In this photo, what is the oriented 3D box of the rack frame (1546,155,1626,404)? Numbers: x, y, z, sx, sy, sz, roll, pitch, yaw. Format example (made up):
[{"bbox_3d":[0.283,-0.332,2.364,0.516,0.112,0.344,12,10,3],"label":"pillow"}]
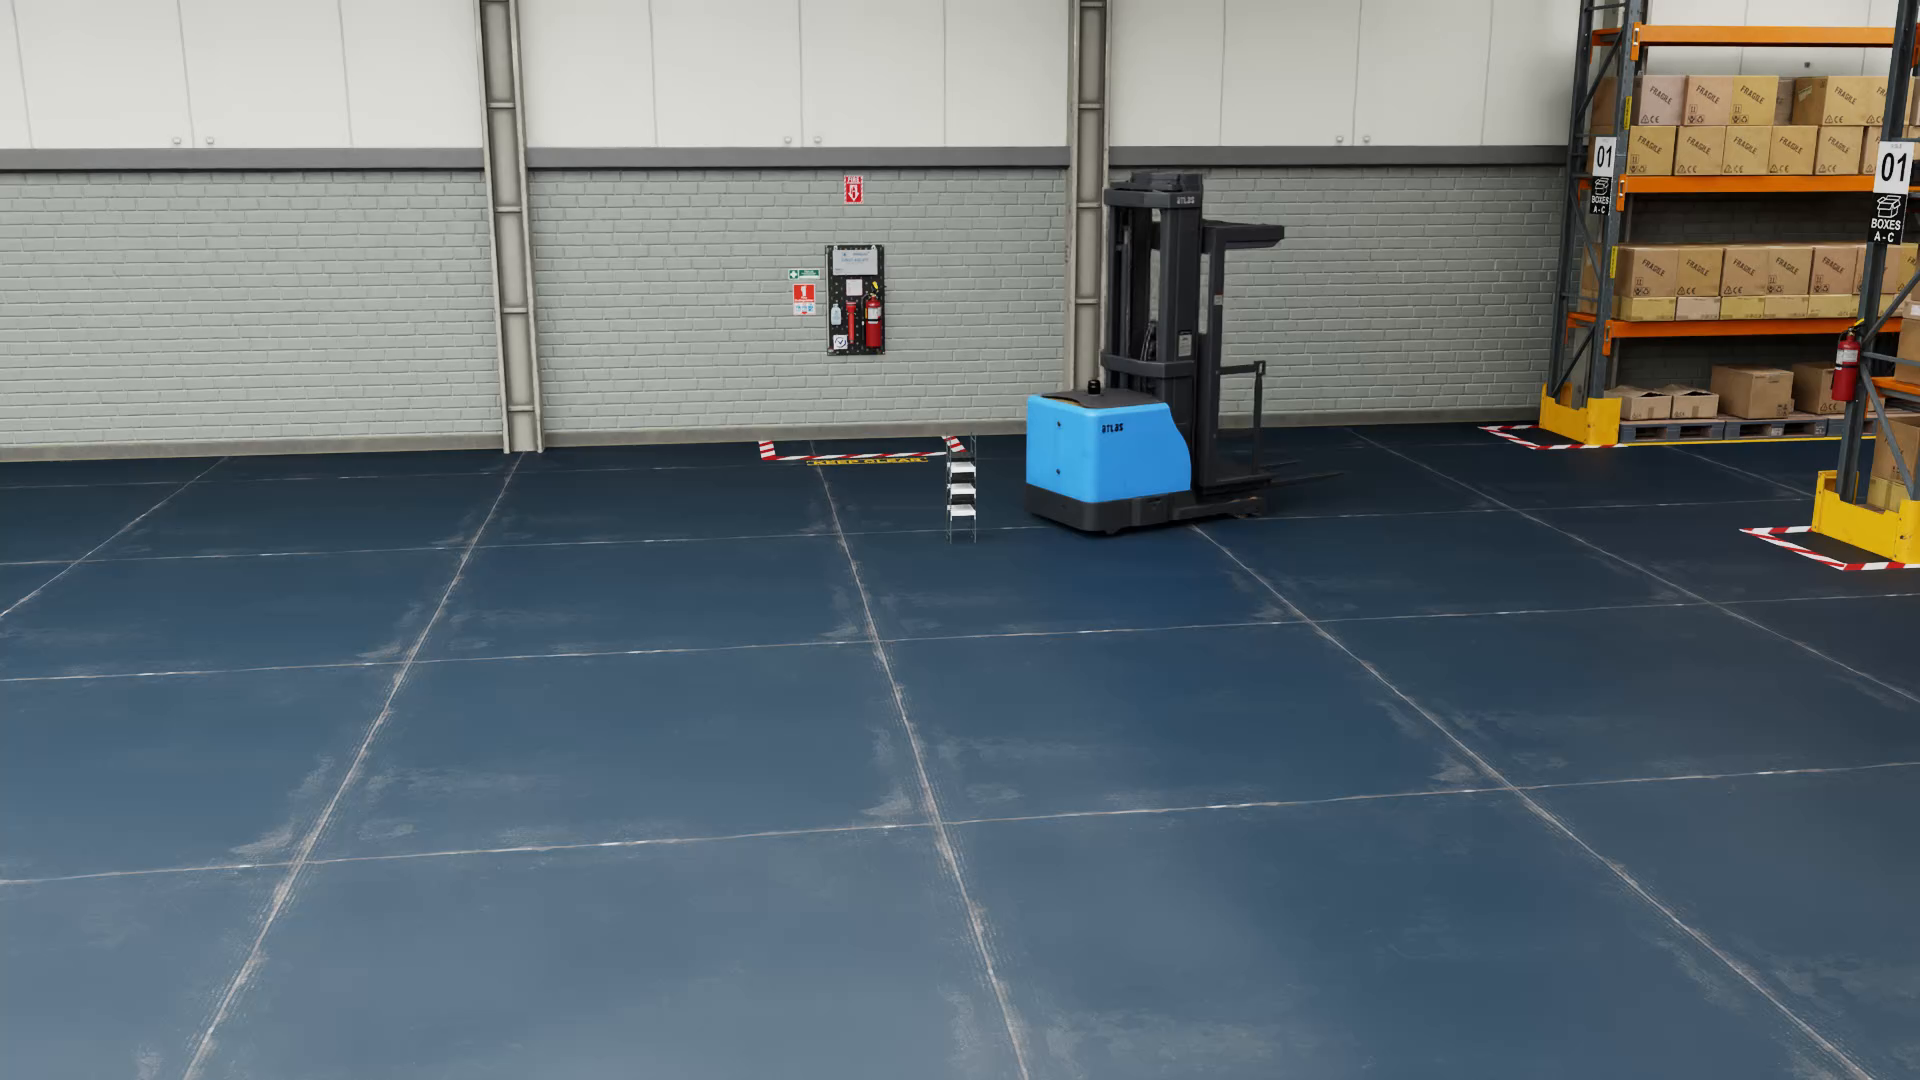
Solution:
[{"bbox_3d":[6.722,-2.605,17.943,0.127,3.000,1.000,-2,14,-8],"label":"rack frame"}]

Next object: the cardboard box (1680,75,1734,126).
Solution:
[{"bbox_3d":[7.643,-4.565,17.288,0.500,0.500,0.500,-2,14,-9],"label":"cardboard box"}]

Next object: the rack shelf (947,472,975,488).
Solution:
[{"bbox_3d":[0.008,-0.492,13.600,0.200,0.077,0.258,-2,14,-8],"label":"rack shelf"}]

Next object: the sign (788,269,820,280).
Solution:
[{"bbox_3d":[-1.653,-2.818,17.628,0.331,0.109,0.001,-2,14,-8],"label":"sign"}]

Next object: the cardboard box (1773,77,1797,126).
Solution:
[{"bbox_3d":[8.637,-4.733,17.959,0.500,0.500,0.500,-2,14,-8],"label":"cardboard box"}]

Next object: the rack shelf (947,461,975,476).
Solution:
[{"bbox_3d":[0.008,-0.579,13.578,0.200,0.077,0.258,-2,14,-8],"label":"rack shelf"}]

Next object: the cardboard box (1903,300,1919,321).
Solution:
[{"bbox_3d":[7.813,-1.836,13.339,0.250,0.149,0.380,-2,14,-9],"label":"cardboard box"}]

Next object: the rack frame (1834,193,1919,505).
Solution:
[{"bbox_3d":[7.464,-1.414,13.192,0.127,3.000,1.000,-2,14,-8],"label":"rack frame"}]

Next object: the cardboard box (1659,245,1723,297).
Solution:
[{"bbox_3d":[7.729,-2.866,17.710,0.500,0.500,0.500,-2,14,-8],"label":"cardboard box"}]

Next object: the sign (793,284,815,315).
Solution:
[{"bbox_3d":[-1.659,-2.563,17.701,0.234,0.329,0.001,-2,14,-8],"label":"sign"}]

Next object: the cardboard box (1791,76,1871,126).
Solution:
[{"bbox_3d":[9.167,-4.621,17.512,0.500,0.500,0.500,-3,14,-10],"label":"cardboard box"}]

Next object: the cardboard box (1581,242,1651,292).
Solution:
[{"bbox_3d":[7.157,-2.974,18.139,0.500,0.500,0.500,-2,14,-9],"label":"cardboard box"}]

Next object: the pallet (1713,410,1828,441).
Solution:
[{"bbox_3d":[8.810,-1.320,18.549,1.213,0.211,1.003,-2,14,-8],"label":"pallet"}]

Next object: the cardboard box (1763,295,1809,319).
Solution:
[{"bbox_3d":[8.768,-2.540,17.952,0.500,0.250,0.500,-2,14,-8],"label":"cardboard box"}]

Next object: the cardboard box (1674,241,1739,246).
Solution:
[{"bbox_3d":[8.167,-3.010,18.281,0.500,0.500,0.500,-2,14,-10],"label":"cardboard box"}]

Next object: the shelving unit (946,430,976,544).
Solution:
[{"bbox_3d":[0.008,-0.437,13.614,0.210,0.900,0.258,-2,14,-8],"label":"shelving unit"}]

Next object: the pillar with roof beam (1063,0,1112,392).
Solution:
[{"bbox_3d":[1.994,-4.495,13.148,0.400,9.000,9.100,-2,14,-8],"label":"pillar with roof beam"}]

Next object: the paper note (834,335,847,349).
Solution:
[{"bbox_3d":[-1.282,-2.124,17.834,0.142,0.148,0.016,-2,14,-8],"label":"paper note"}]

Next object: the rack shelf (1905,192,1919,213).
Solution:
[{"bbox_3d":[9.442,-2.592,13.203,4.000,0.370,1.077,-2,14,-8],"label":"rack shelf"}]

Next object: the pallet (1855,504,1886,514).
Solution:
[{"bbox_3d":[8.214,-0.099,13.682,1.213,0.211,1.003,-2,14,-8],"label":"pallet"}]

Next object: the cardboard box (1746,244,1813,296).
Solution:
[{"bbox_3d":[8.750,-2.905,17.864,0.500,0.500,0.500,-2,14,-7],"label":"cardboard box"}]

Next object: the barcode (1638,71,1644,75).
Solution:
[{"bbox_3d":[7.350,-5.030,17.953,0.075,0.075,0.001,-2,14,-8],"label":"barcode"}]

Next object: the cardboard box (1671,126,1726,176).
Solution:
[{"bbox_3d":[7.627,-4.081,17.415,0.500,0.500,0.500,-1,14,-5],"label":"cardboard box"}]

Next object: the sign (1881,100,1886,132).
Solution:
[{"bbox_3d":[7.397,-3.391,13.251,0.005,0.325,0.100,-2,14,-8],"label":"sign"}]

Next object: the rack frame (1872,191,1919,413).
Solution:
[{"bbox_3d":[10.678,-2.750,18.521,0.127,3.000,1.000,-2,14,-8],"label":"rack frame"}]

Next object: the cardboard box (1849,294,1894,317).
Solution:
[{"bbox_3d":[9.761,-2.581,18.113,0.500,0.250,0.500,-2,14,-8],"label":"cardboard box"}]

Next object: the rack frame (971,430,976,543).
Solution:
[{"bbox_3d":[0.109,-0.440,13.628,0.006,0.900,0.240,-2,14,-8],"label":"rack frame"}]

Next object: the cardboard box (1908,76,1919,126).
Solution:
[{"bbox_3d":[10.223,-4.665,17.687,0.500,0.500,0.500,-3,14,-13],"label":"cardboard box"}]

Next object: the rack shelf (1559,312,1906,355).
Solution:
[{"bbox_3d":[8.700,-2.329,18.319,4.000,0.370,1.077,-2,14,-8],"label":"rack shelf"}]

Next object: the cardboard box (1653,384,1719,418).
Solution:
[{"bbox_3d":[7.984,-1.538,18.312,0.500,0.311,0.500,-1,14,-4],"label":"cardboard box"}]

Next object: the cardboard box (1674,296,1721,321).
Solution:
[{"bbox_3d":[7.763,-2.505,17.813,0.500,0.250,0.500,-3,14,-10],"label":"cardboard box"}]

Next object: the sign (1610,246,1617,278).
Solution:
[{"bbox_3d":[6.803,-2.894,17.317,0.005,0.325,0.100,-2,14,-8],"label":"sign"}]

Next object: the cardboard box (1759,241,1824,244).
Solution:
[{"bbox_3d":[9.176,-3.049,18.440,0.500,0.500,0.500,-2,14,-7],"label":"cardboard box"}]

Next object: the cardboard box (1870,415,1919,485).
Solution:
[{"bbox_3d":[7.950,-0.738,13.747,0.500,0.500,0.500,-2,14,-8],"label":"cardboard box"}]

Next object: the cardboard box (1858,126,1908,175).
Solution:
[{"bbox_3d":[9.713,-4.170,17.770,0.500,0.500,0.500,-3,14,-13],"label":"cardboard box"}]

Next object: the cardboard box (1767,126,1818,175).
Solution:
[{"bbox_3d":[8.666,-4.125,17.592,0.500,0.500,0.500,-1,14,-5],"label":"cardboard box"}]

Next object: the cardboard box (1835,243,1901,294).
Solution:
[{"bbox_3d":[9.764,-2.940,18.003,0.500,0.500,0.500,-2,14,-9],"label":"cardboard box"}]

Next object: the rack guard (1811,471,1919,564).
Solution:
[{"bbox_3d":[7.440,-0.200,13.492,0.348,0.500,1.175,-2,14,-8],"label":"rack guard"}]

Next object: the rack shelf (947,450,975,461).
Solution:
[{"bbox_3d":[0.008,-0.666,13.556,0.200,0.077,0.258,-2,14,-8],"label":"rack shelf"}]

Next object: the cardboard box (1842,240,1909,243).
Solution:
[{"bbox_3d":[10.182,-3.084,18.578,0.500,0.500,0.500,-2,14,-10],"label":"cardboard box"}]

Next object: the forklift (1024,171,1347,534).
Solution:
[{"bbox_3d":[2.092,-1.711,14.517,3.031,2.935,1.130,-8,16,-30],"label":"forklift"}]

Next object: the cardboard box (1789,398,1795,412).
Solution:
[{"bbox_3d":[9.093,-1.527,18.602,0.250,0.149,0.380,-3,14,-13],"label":"cardboard box"}]

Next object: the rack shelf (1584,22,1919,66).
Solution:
[{"bbox_3d":[8.700,-5.237,17.590,4.000,0.370,1.077,-2,14,-8],"label":"rack shelf"}]

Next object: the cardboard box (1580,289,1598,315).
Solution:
[{"bbox_3d":[7.156,-2.605,18.212,0.500,0.250,0.500,-2,14,-7],"label":"cardboard box"}]

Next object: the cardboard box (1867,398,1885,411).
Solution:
[{"bbox_3d":[10.153,-1.562,18.706,0.250,0.166,0.380,-4,15,-16],"label":"cardboard box"}]

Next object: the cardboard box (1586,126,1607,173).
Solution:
[{"bbox_3d":[7.097,-4.194,17.866,0.500,0.500,0.500,-1,14,-4],"label":"cardboard box"}]

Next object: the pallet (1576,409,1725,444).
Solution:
[{"bbox_3d":[7.606,-1.276,18.376,1.213,0.211,1.003,-2,14,-8],"label":"pallet"}]

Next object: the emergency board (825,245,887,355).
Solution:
[{"bbox_3d":[-1.097,-2.541,17.686,0.643,1.169,0.194,-2,14,-8],"label":"emergency board"}]
